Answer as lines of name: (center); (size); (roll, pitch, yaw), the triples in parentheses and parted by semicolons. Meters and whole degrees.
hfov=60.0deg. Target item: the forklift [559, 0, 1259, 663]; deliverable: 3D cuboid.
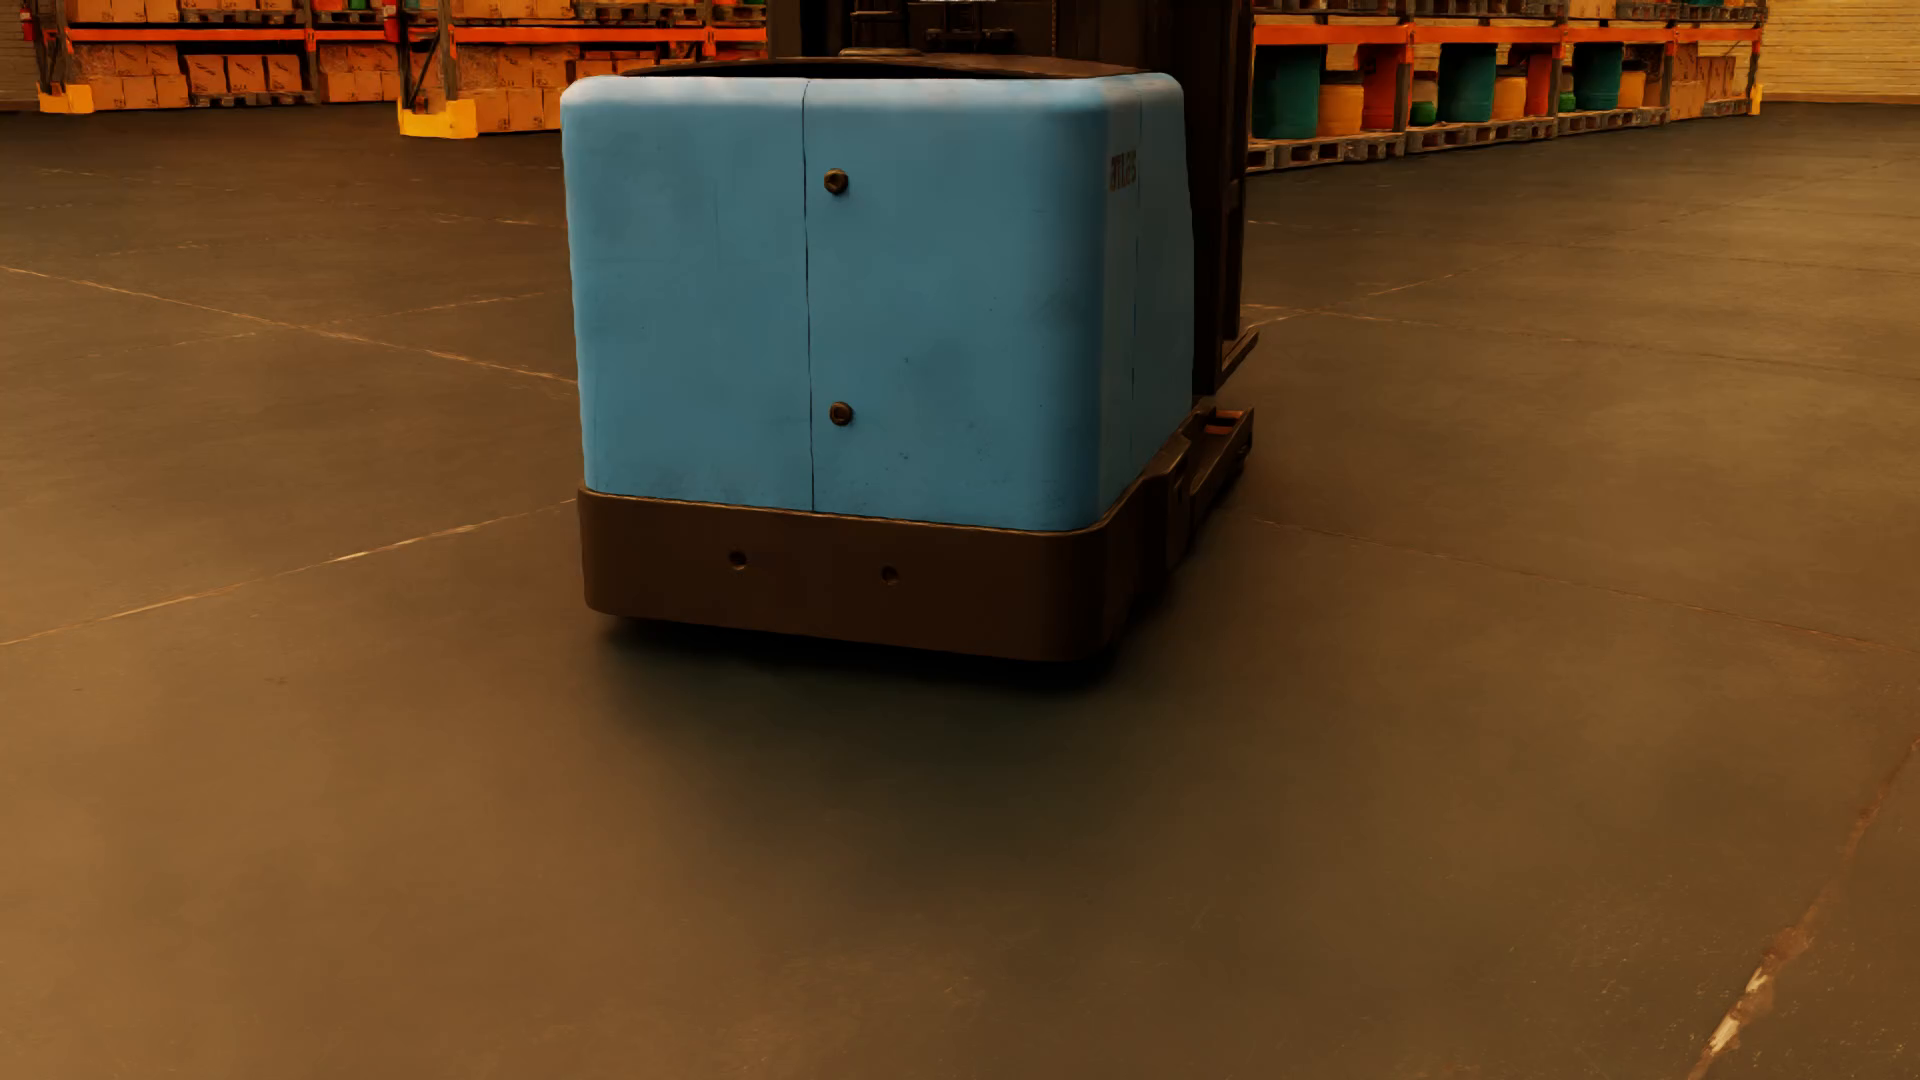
forklift: (0.182, -1.571, 4.072); (1.130, 2.935, 3.031); (5, 18, 17)
